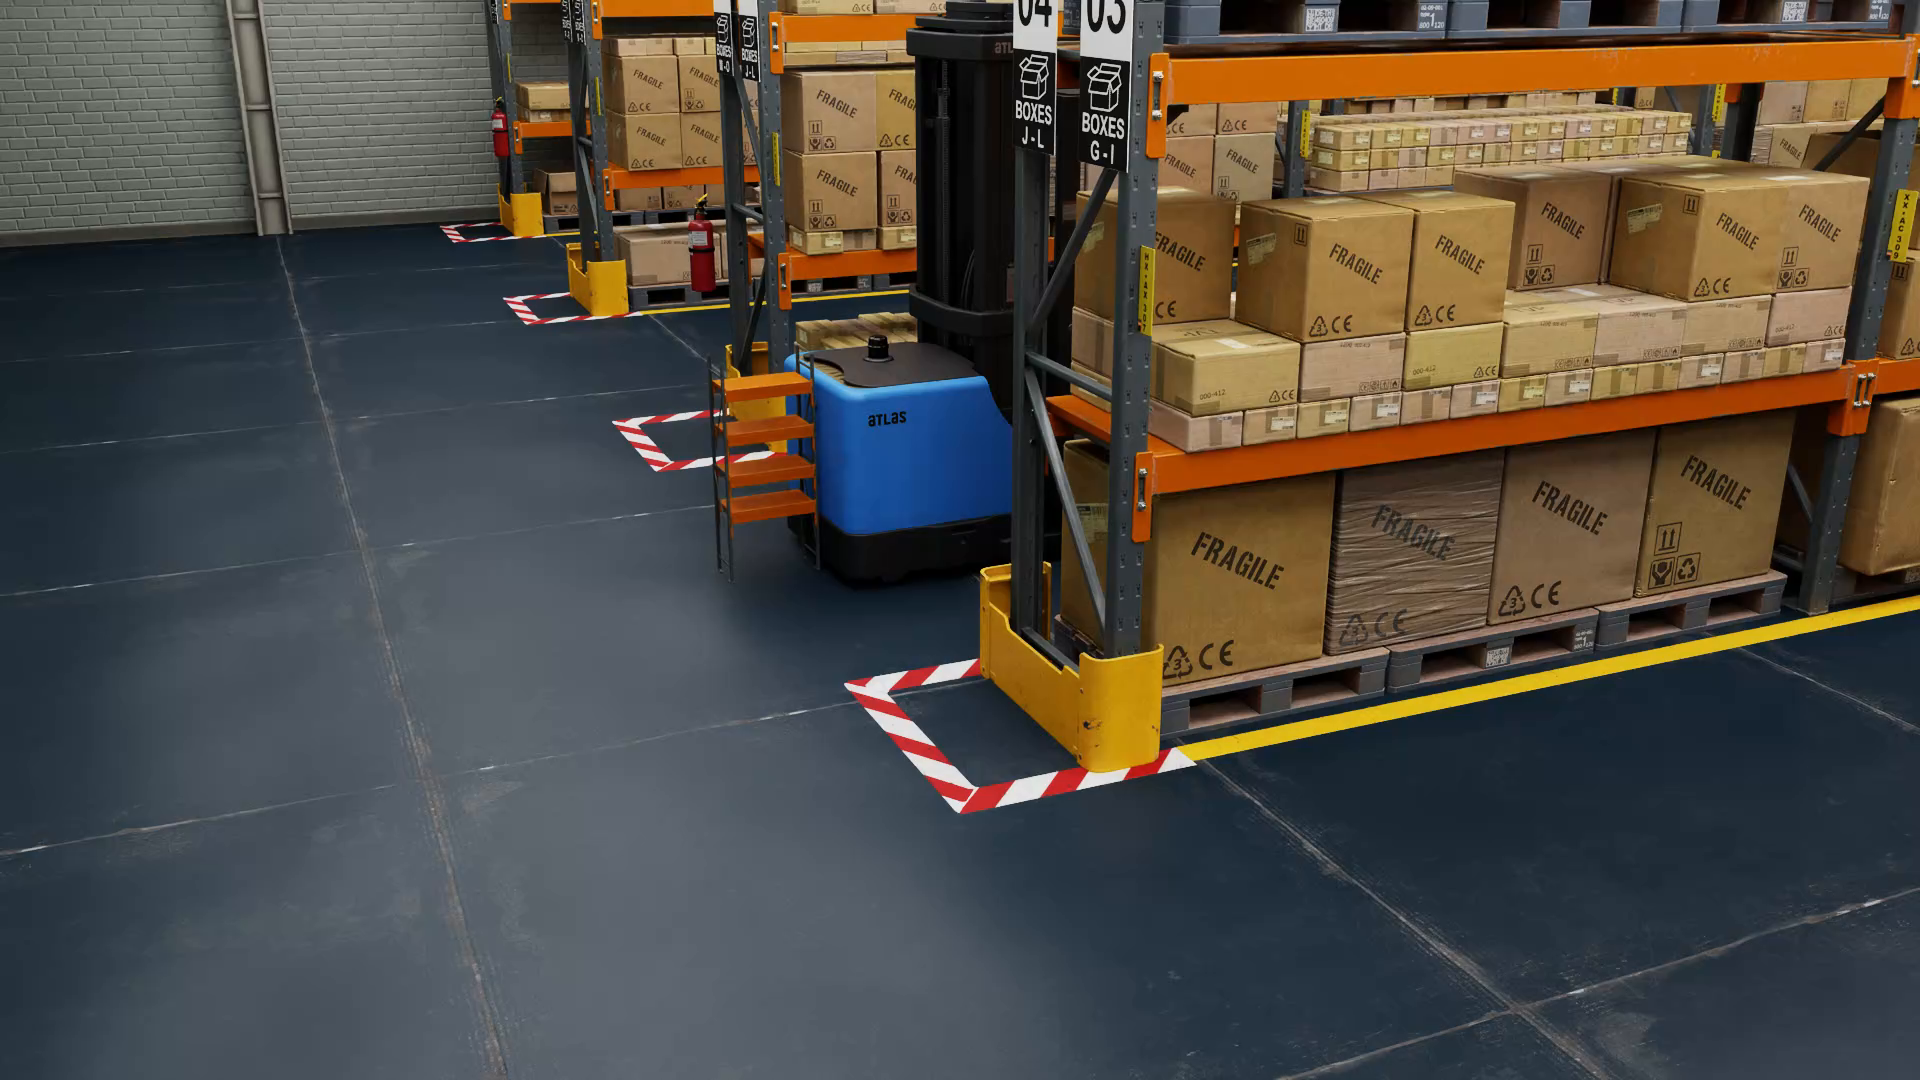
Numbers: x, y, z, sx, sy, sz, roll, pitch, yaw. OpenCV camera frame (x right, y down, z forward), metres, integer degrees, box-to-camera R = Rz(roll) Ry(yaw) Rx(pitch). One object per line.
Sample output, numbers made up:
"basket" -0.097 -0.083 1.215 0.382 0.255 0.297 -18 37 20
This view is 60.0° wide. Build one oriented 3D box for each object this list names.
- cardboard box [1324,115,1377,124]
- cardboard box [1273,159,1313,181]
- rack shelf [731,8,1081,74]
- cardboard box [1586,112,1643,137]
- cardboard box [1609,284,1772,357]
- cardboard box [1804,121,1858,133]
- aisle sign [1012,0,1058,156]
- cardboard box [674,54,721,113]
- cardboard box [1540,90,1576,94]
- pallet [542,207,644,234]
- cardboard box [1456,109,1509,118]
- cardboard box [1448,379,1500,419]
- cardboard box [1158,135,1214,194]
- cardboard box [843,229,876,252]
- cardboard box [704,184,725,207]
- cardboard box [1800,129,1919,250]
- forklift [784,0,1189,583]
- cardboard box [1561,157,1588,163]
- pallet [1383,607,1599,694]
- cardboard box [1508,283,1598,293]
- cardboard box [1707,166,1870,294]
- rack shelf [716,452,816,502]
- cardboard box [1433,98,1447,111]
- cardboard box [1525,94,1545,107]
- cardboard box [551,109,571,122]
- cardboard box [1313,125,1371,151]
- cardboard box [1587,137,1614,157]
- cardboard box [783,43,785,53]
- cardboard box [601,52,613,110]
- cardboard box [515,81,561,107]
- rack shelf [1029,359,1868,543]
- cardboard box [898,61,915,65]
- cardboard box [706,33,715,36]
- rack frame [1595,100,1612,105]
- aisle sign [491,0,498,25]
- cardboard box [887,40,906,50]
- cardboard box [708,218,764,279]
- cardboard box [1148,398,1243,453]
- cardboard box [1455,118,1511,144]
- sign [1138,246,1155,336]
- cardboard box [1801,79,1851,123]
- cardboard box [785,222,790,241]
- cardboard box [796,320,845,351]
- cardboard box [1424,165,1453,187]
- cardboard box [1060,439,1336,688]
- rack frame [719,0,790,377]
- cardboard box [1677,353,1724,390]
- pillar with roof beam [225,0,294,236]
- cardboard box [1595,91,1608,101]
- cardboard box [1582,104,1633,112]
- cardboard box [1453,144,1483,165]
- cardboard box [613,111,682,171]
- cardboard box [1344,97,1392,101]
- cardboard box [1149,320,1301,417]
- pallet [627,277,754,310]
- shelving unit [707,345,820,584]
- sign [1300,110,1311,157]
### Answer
"cardboard box" 3.061 -3.250 13.087 0.250 0.149 0.380 -9 21 -24
"cardboard box" 2.571 -2.901 12.991 0.250 0.149 0.380 -9 21 -23
"rack shelf" 0.449 -3.521 11.573 4.000 0.370 1.077 -8 21 -22
"cardboard box" 5.218 -3.324 13.297 0.250 0.149 0.380 -7 21 -20
"cardboard box" 3.381 -1.046 7.753 0.500 0.250 0.500 -7 21 -20
"cardboard box" 7.406 -3.393 14.491 0.500 0.500 0.500 -8 21 -22
"aisle sign" 0.299 -1.965 6.672 0.004 0.787 0.394 -8 21 -22
"cardboard box" -2.416 -4.244 15.403 0.500 0.500 0.500 -9 21 -23
"cardboard box" 6.789 -5.447 19.244 0.500 0.500 0.500 -8 21 -22
"pallet" -4.609 -3.992 20.542 1.213 0.211 1.003 -8 21 -22
"cardboard box" 4.251 -3.420 13.569 0.250 0.149 0.380 -7 21 -20
"cardboard box" 2.120 -0.654 7.242 0.250 0.149 0.380 -8 21 -23
"cardboard box" 1.476 -2.679 12.015 0.500 0.500 0.500 -9 21 -23
"cardboard box" -0.743 -2.053 11.214 0.250 0.149 0.380 -7 21 -20
"cardboard box" -3.058 -4.500 20.917 0.500 0.500 0.700 -9 21 -24
"cardboard box" 4.740 -1.790 8.428 0.637 0.503 0.797 -9 21 -23
"forklift" 0.568 -1.472 9.290 3.031 2.935 1.130 -9 21 -24
"cardboard box" 4.746 -2.976 13.204 0.250 0.149 0.380 -9 21 -24
"pallet" 2.306 0.370 8.153 1.213 0.211 1.003 -8 21 -22
"cardboard box" 2.690 -1.137 8.013 0.500 0.250 0.500 -8 21 -21
"cardboard box" 3.841 -1.464 7.813 0.500 0.500 0.500 -8 21 -20
"rack shelf" -1.040 -0.339 8.880 0.480 0.148 0.258 -9 21 -24
"cardboard box" 5.270 -4.931 18.757 0.250 0.149 0.380 -7 21 -19
"cardboard box" 6.510 -5.076 19.169 0.250 0.149 0.380 -8 21 -21
"cardboard box" -4.785 -5.081 19.814 0.250 0.149 0.380 -8 21 -21
"cardboard box" 2.829 -2.981 12.321 0.250 0.149 0.380 -7 21 -19
"cardboard box" 4.970 -3.147 13.242 0.250 0.149 0.380 -8 21 -22
"cardboard box" -1.809 -4.632 15.529 0.250 0.149 0.380 -8 21 -21
"cardboard box" -3.093 -4.334 15.658 0.500 0.500 0.500 -7 21 -20
"cardboard box" -5.094 -5.403 20.129 0.500 0.250 0.500 -8 21 -20
"rack shelf" 2.321 -0.581 7.738 4.000 0.370 1.077 -8 21 -22
"cardboard box" -0.127 -3.116 11.750 0.500 0.500 0.500 -7 21 -19
"cardboard box" -2.248 -4.746 15.851 0.250 0.149 0.380 -8 21 -22
"rack frame" 7.577 -5.258 19.938 0.127 3.000 1.000 -8 21 -22
"aisle sign" -5.357 -6.320 19.040 0.004 0.787 0.394 -8 21 -22
"cardboard box" -0.668 -4.822 16.068 0.250 0.149 0.380 -8 21 -22
"cardboard box" -2.038 -2.909 16.492 0.875 0.438 0.875 -8 21 -20
"cardboard box" 0.941 -0.484 6.760 0.250 0.149 0.380 -8 21 -21
"cardboard box" 4.016 -3.151 12.805 0.250 0.149 0.380 -7 21 -20
"sign" 0.698 -0.933 6.231 0.005 0.325 0.100 -8 21 -22
"cardboard box" 7.308 -3.945 14.554 0.500 0.500 0.700 -8 21 -23
"cardboard box" -1.200 -2.193 11.613 0.250 0.149 0.380 -8 21 -22
"cardboard box" -1.002 -1.464 11.927 0.250 0.149 0.380 -8 21 -21
"cardboard box" 3.543 -2.803 12.712 0.250 0.149 0.380 -8 21 -21
"cardboard box" 1.040 0.039 7.463 0.875 0.875 0.875 -8 21 -22
"rack frame" -1.388 -2.183 11.205 0.127 3.000 1.000 -8 21 -22
"cardboard box" 3.299 -0.823 7.721 0.250 0.149 0.380 -8 21 -21
"pillar with roof beam" -6.538 -6.629 14.800 0.400 9.000 9.100 -8 21 -22
"cardboard box" 7.887 -5.579 20.253 0.500 0.500 0.500 -9 21 -23
"cardboard box" 5.453 -3.593 14.060 0.250 0.149 0.380 -8 21 -22
"cardboard box" 3.788 -2.980 12.766 0.250 0.149 0.380 -7 21 -20
"cardboard box" -2.887 -3.702 15.368 0.500 0.500 0.500 -8 21 -22
"cardboard box" 4.409 -5.106 18.275 0.500 0.500 0.500 -9 21 -23
"cardboard box" 1.032 -0.707 6.792 0.500 0.250 0.500 -9 21 -23
"pallet" -2.738 -2.493 16.284 1.213 0.211 1.003 -8 21 -22
"shelving unit" -1.040 -0.402 8.858 0.503 1.200 0.258 -9 21 -24
"sign" 2.507 -2.953 12.088 0.005 0.325 0.100 -8 21 -22
